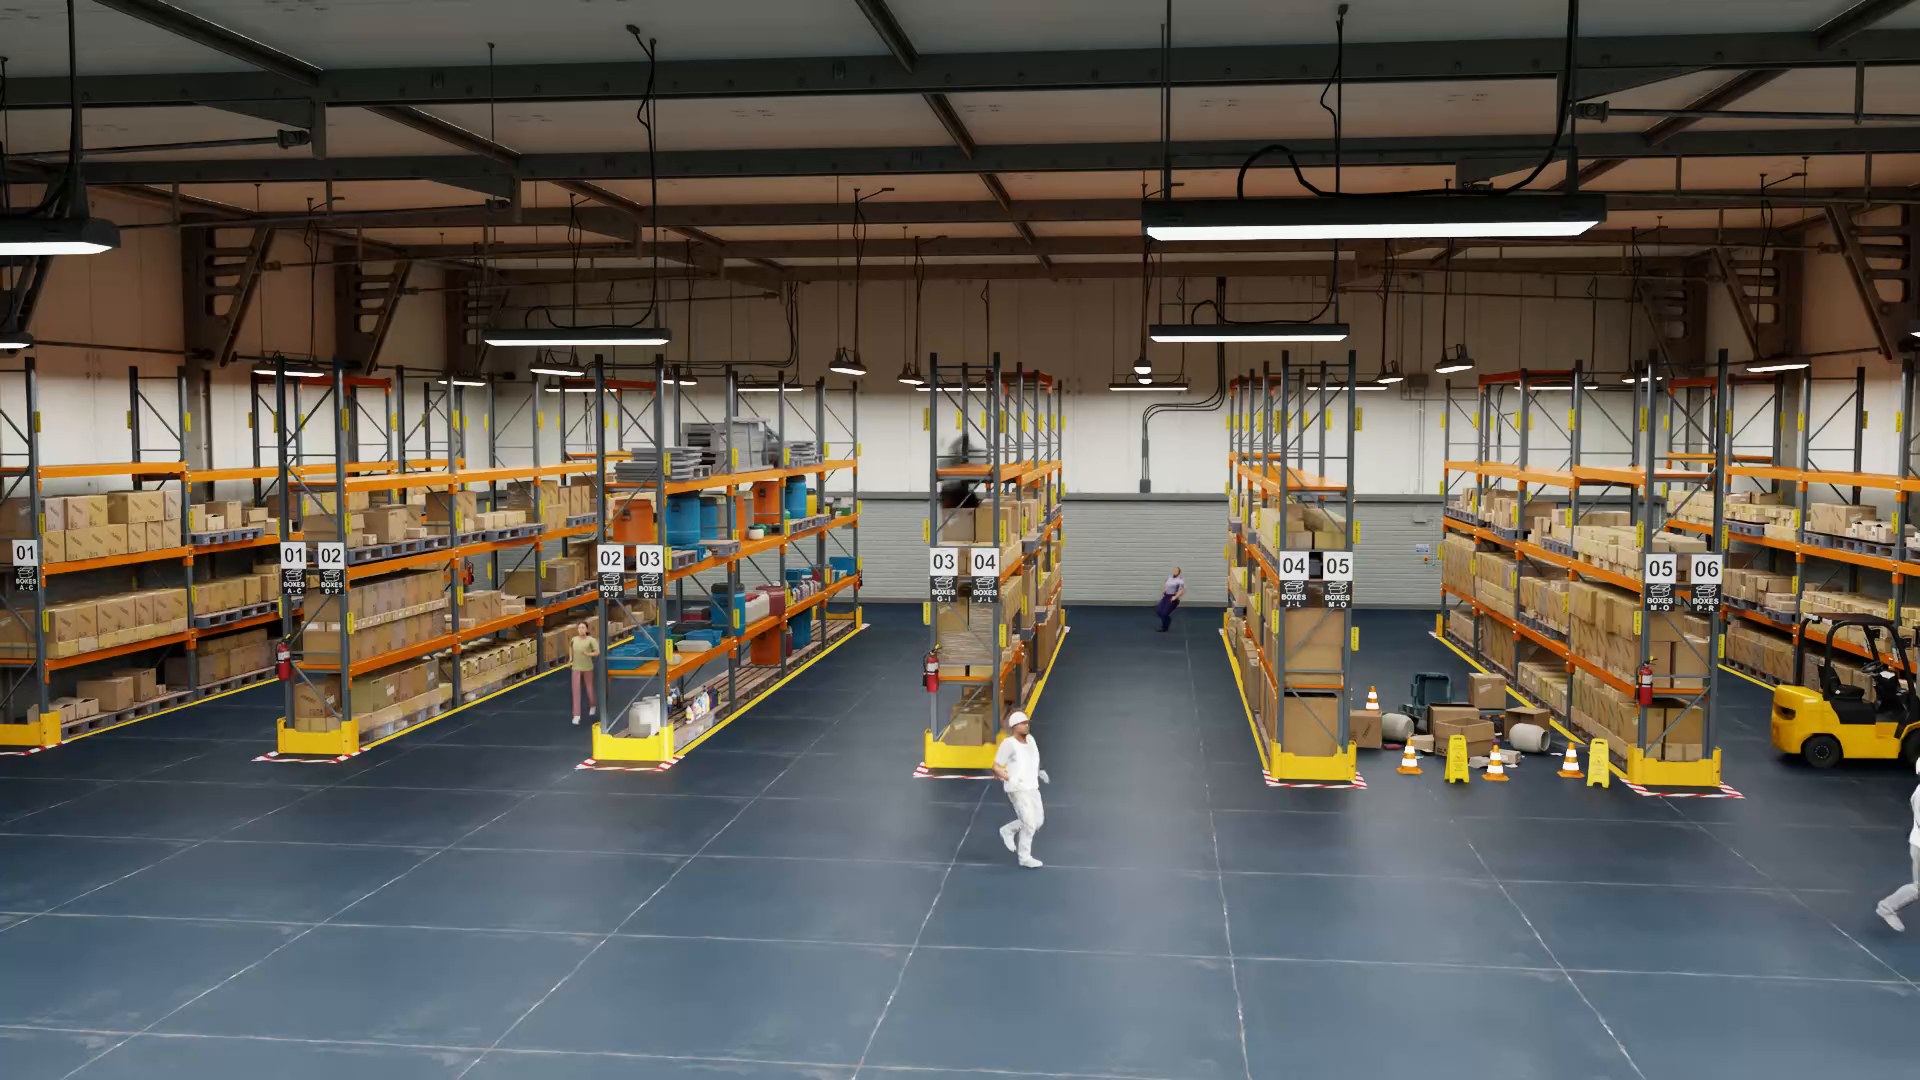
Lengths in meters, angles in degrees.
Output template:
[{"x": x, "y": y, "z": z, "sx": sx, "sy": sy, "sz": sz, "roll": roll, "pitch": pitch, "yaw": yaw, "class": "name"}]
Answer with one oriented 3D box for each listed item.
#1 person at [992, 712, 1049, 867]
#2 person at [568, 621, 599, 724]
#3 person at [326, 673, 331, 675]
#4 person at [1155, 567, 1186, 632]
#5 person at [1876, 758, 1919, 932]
[{"x": 0.650, "y": 2.774, "z": 18.814, "sx": 0.644, "sy": 1.673, "sz": 0.685, "roll": 3, "pitch": 5, "yaw": 40, "class": "person"}, {"x": -6.293, "y": 2.199, "z": 27.792, "sx": 0.573, "sy": 1.614, "sz": 0.964, "roll": 0, "pitch": 4, "yaw": 1, "class": "person"}, {"x": -10.863, "y": 2.060, "z": 28.877, "sx": 0.685, "sy": 1.831, "sz": 0.832, "roll": 0, "pitch": 4, "yaw": 2, "class": "person"}, {"x": 4.977, "y": 1.420, "z": 39.575, "sx": 0.503, "sy": 1.558, "sz": 0.693, "roll": -3, "pitch": 5, "yaw": -35, "class": "person"}, {"x": 9.347, "y": 2.954, "z": 15.988, "sx": 0.661, "sy": 1.766, "sz": 0.906, "roll": -4, "pitch": 6, "yaw": -43, "class": "person"}]
